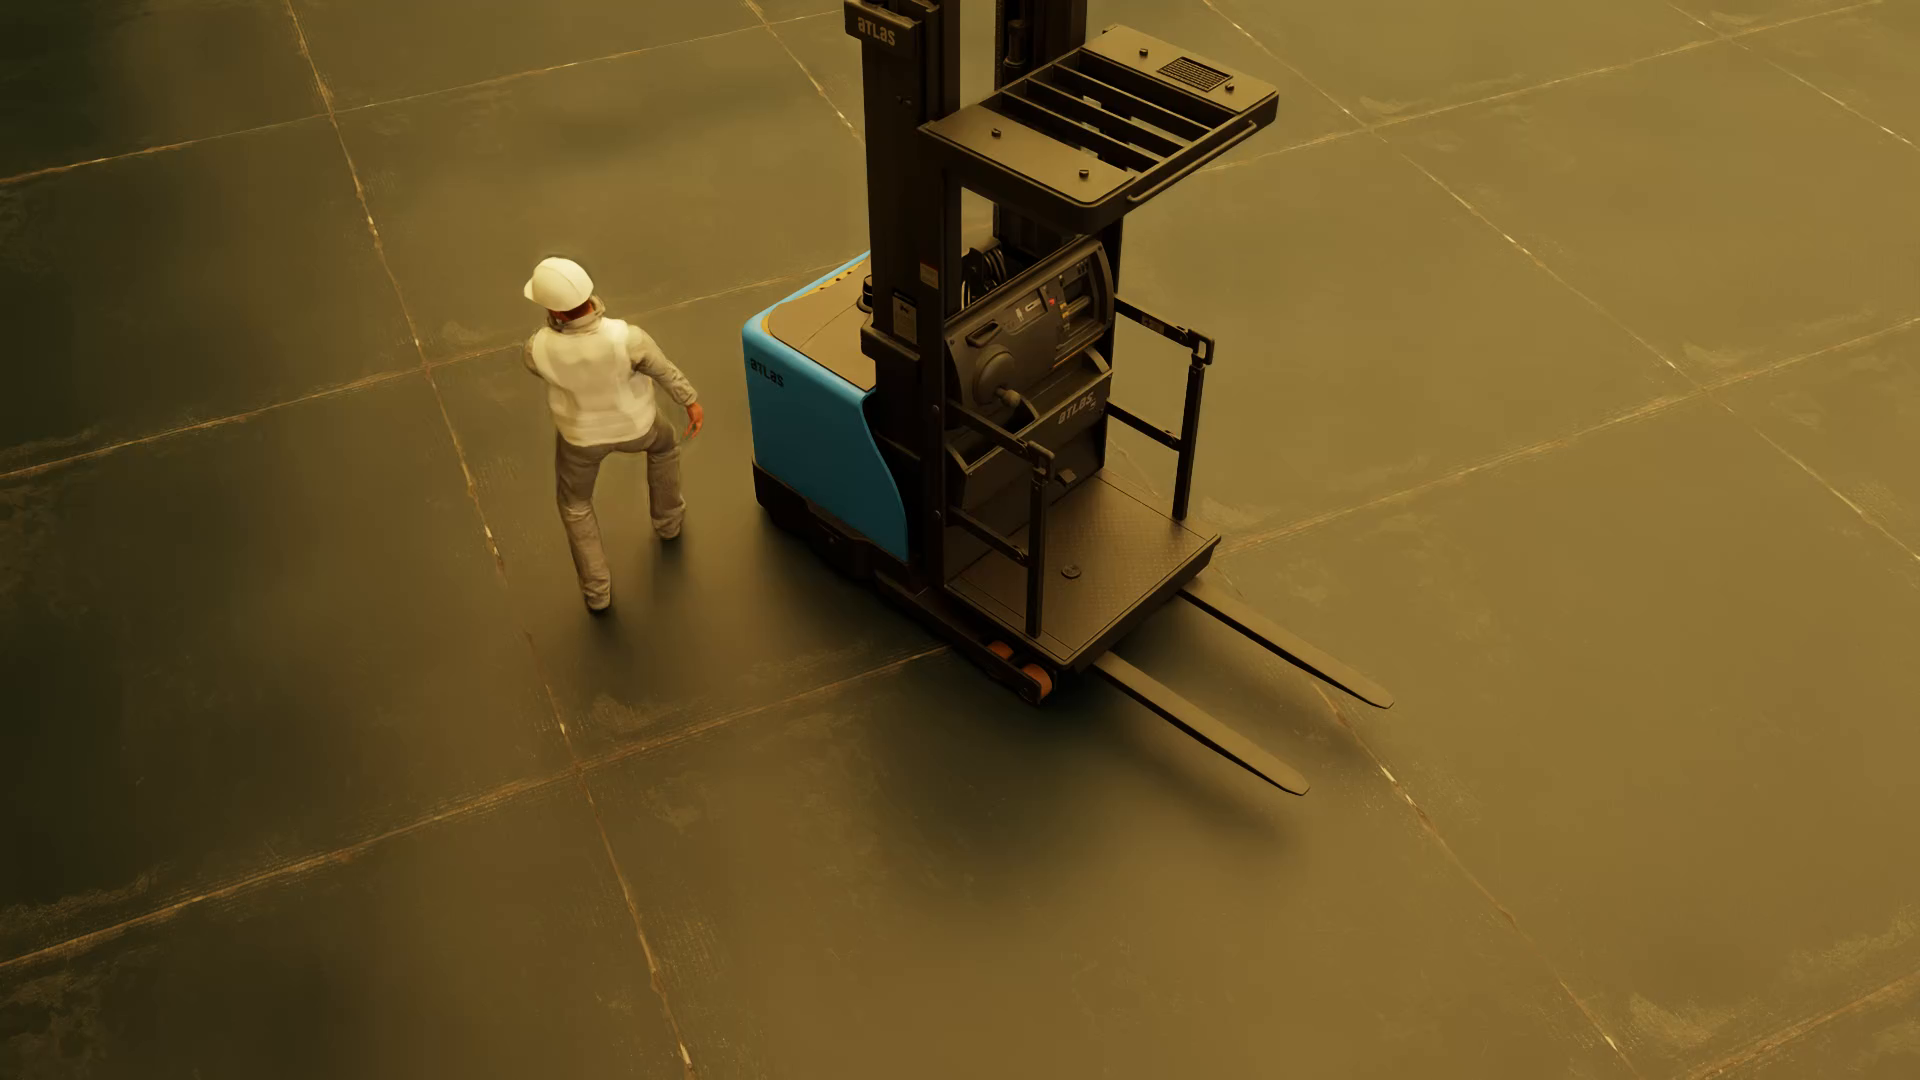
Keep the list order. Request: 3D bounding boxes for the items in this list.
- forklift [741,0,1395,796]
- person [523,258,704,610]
[{"bbox_3d":[0.445,-0.788,6.525,3.031,2.935,1.130,32,52,30],"label":"forklift"},{"bbox_3d":[-1.480,-0.575,7.220,0.703,1.686,0.788,-11,44,-12],"label":"person"}]
